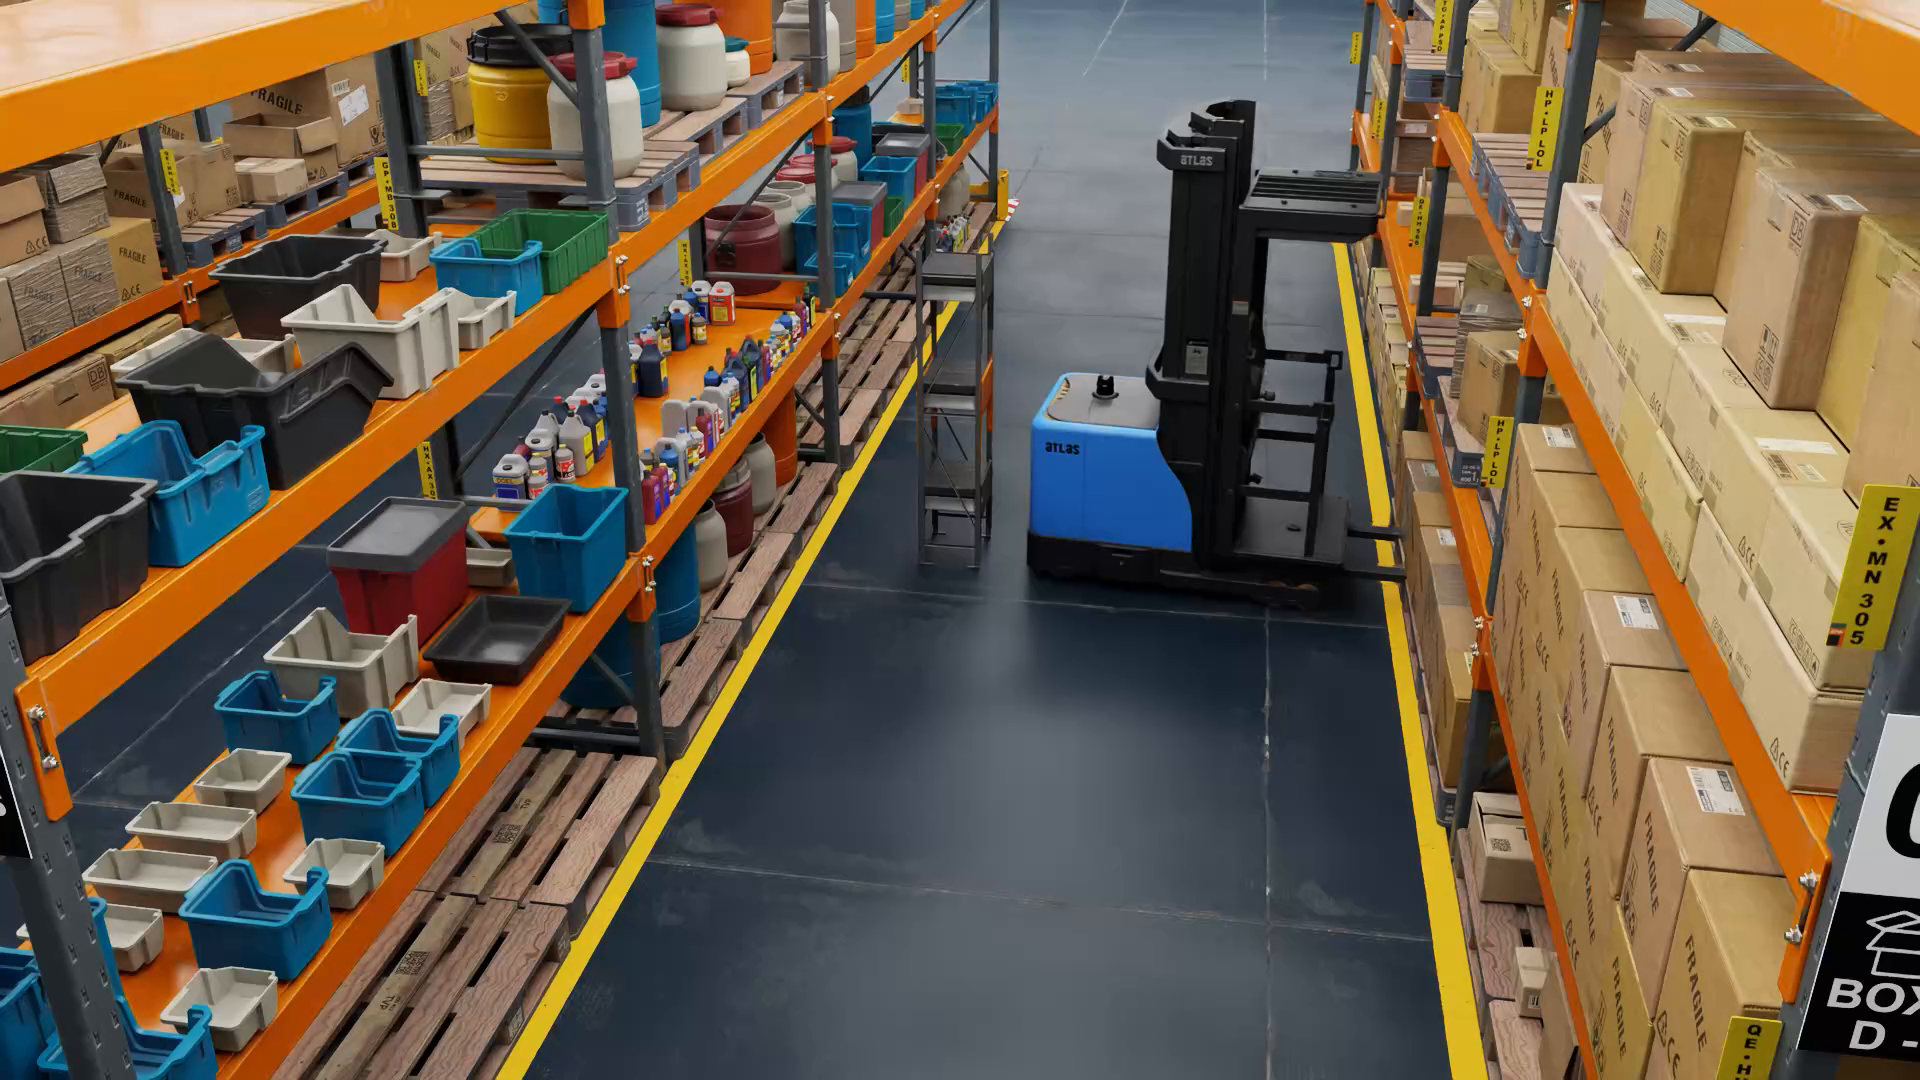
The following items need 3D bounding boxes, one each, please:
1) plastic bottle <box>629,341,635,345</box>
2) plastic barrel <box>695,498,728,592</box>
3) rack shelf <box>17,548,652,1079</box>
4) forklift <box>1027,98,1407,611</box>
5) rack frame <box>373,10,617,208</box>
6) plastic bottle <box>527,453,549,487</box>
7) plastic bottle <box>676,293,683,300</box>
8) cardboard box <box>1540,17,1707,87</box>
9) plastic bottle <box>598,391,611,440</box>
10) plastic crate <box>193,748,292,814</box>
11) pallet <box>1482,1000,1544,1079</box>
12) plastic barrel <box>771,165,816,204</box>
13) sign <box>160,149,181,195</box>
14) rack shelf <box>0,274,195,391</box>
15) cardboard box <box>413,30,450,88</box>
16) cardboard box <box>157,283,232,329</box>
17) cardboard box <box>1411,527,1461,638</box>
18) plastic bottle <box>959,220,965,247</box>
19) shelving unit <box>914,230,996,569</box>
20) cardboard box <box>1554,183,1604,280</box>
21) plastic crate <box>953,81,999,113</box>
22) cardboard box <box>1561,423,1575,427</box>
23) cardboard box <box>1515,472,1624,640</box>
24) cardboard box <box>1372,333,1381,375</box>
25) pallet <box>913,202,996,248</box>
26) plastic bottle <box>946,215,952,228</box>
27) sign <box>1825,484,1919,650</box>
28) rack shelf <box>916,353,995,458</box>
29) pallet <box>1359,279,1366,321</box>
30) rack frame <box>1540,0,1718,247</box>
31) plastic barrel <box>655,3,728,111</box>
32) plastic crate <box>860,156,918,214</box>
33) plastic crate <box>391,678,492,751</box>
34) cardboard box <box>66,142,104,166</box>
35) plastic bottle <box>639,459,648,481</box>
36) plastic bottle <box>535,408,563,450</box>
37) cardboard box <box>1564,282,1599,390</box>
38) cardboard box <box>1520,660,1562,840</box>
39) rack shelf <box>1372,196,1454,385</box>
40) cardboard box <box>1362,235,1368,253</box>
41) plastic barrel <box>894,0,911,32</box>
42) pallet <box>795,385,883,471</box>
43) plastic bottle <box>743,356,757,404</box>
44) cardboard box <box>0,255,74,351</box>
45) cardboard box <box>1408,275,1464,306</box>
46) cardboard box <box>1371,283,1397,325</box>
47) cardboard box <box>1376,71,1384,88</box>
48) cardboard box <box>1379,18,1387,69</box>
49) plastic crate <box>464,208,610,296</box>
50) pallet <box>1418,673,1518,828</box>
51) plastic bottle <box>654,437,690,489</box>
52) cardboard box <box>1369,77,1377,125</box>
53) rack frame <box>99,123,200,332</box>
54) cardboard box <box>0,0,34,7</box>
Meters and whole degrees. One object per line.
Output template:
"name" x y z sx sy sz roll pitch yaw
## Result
"plastic bottle" -2.001 -1.085 10.182 0.097 0.271 0.097 0 25 0
"plastic barrel" -1.628 0.025 10.097 0.421 0.512 0.421 0 25 0
"rack shelf" -2.357 1.003 6.417 1.077 0.370 4.000 4 25 9
"forklift" 2.006 -1.135 10.217 3.031 2.935 1.130 6 26 13
"rack frame" -2.030 -2.876 6.780 1.000 3.000 0.127 4 25 9
"plastic bottle" -2.211 -0.358 8.711 0.097 0.201 0.097 0 25 0
"plastic bottle" -1.865 -1.486 11.024 0.061 0.283 0.133 4 25 9
"cardboard box" 3.226 -2.217 8.179 0.600 0.600 0.600 3 25 6
"plastic bottle" -1.994 -0.707 9.374 0.097 0.271 0.097 0 25 0
"plastic crate" -2.616 0.889 6.052 0.298 0.136 0.250 4 25 9
"pallet" 2.546 2.248 6.199 1.003 0.211 1.213 4 25 9
"plastic barrel" -1.286 -2.694 13.306 0.433 0.535 0.433 0 25 0
"sign" -5.715 -2.662 12.034 0.100 0.325 0.005 4 25 9
"rack shelf" -6.589 -1.013 10.724 1.077 0.370 4.000 4 25 9
"cardboard box" -5.285 -4.651 16.001 0.500 0.500 0.500 4 25 9
"cardboard box" -6.183 -1.864 13.239 0.500 0.250 0.500 5 26 11
"cardboard box" 2.906 0.264 9.578 0.500 0.500 0.500 3 25 7
"plastic bottle" -0.027 -3.183 17.207 0.152 0.276 0.135 3 25 7
"shelving unit" -0.027 -0.882 10.657 0.431 2.100 0.503 4 25 9
"cardboard box" 2.532 -1.145 6.207 0.500 0.250 0.500 4 25 9
"plastic crate" 0.145 -4.880 18.314 0.499 0.251 0.616 4 25 9
"cardboard box" 3.154 -0.232 7.595 0.700 0.500 0.500 -4 25 -9
"cardboard box" 2.418 0.081 6.241 0.500 0.500 0.500 3 25 7
"cardboard box" 3.686 -1.523 13.713 0.500 0.250 0.500 3 25 7
"pallet" -0.173 -3.540 18.565 1.003 0.211 1.213 4 25 9
"plastic bottle" -0.110 -3.252 17.344 0.061 0.283 0.133 4 25 9
"sign" 1.658 0.052 3.017 0.100 0.325 0.005 4 25 9
"rack shelf" -0.027 -0.869 10.663 0.431 0.518 0.480 4 25 9
"pallet" 4.335 -2.227 15.758 1.003 0.211 1.213 4 25 9
"rack frame" 2.856 -2.531 6.043 1.000 3.000 0.127 4 25 9
"plastic barrel" -1.517 -2.690 9.265 0.433 0.535 0.433 0 25 0
"plastic crate" -0.596 -3.015 14.171 0.392 0.384 0.575 4 25 9
"plastic crate" -2.018 0.682 6.494 0.293 0.136 0.466 4 25 9
"cardboard box" -10.170 -4.097 18.476 0.875 0.875 0.875 4 25 9
"plastic bottle" -1.646 -0.278 8.364 0.144 0.351 0.185 4 25 9
"plastic bottle" -2.203 -0.544 8.932 0.144 0.351 0.185 4 25 9
"cardboard box" 2.447 -0.710 5.867 0.500 0.250 0.500 4 25 9
"cardboard box" 2.340 0.758 5.974 0.500 0.500 0.500 4 25 8
"rack shelf" 3.837 -1.998 12.828 1.077 0.370 4.000 4 25 9
"cardboard box" 4.195 -3.071 16.137 0.500 0.500 0.500 4 25 9
"plastic barrel" -0.698 -4.589 13.386 0.600 0.901 0.600 0 25 0
"pallet" -1.211 -0.890 12.903 1.003 0.211 1.213 4 25 9
"plastic bottle" -1.260 -0.969 9.920 0.061 0.283 0.133 4 25 9
"cardboard box" -6.268 -1.571 10.951 0.500 0.500 0.500 3 25 7
"cardboard box" 3.384 -1.769 11.787 0.380 0.149 0.250 4 25 9
"cardboard box" 3.763 -1.994 14.059 0.500 0.311 0.500 4 25 8
"cardboard box" 4.374 -4.591 16.637 0.380 0.149 0.250 3 25 7
"cardboard box" 4.639 -5.029 16.808 0.700 0.500 0.500 3 25 7
"plastic crate" -1.801 -1.223 7.037 0.450 0.188 0.662 4 25 9
"pallet" 2.952 1.106 8.638 1.003 0.211 1.213 4 25 9
"plastic bottle" -1.519 -0.423 8.762 0.152 0.276 0.135 4 25 9
"cardboard box" 4.728 -4.684 17.601 0.700 0.500 0.500 4 25 9
"rack frame" -6.263 -2.175 12.359 1.000 3.000 0.127 4 25 9
"cardboard box" -6.291 -3.510 11.056 0.797 0.503 0.637 6 26 12
